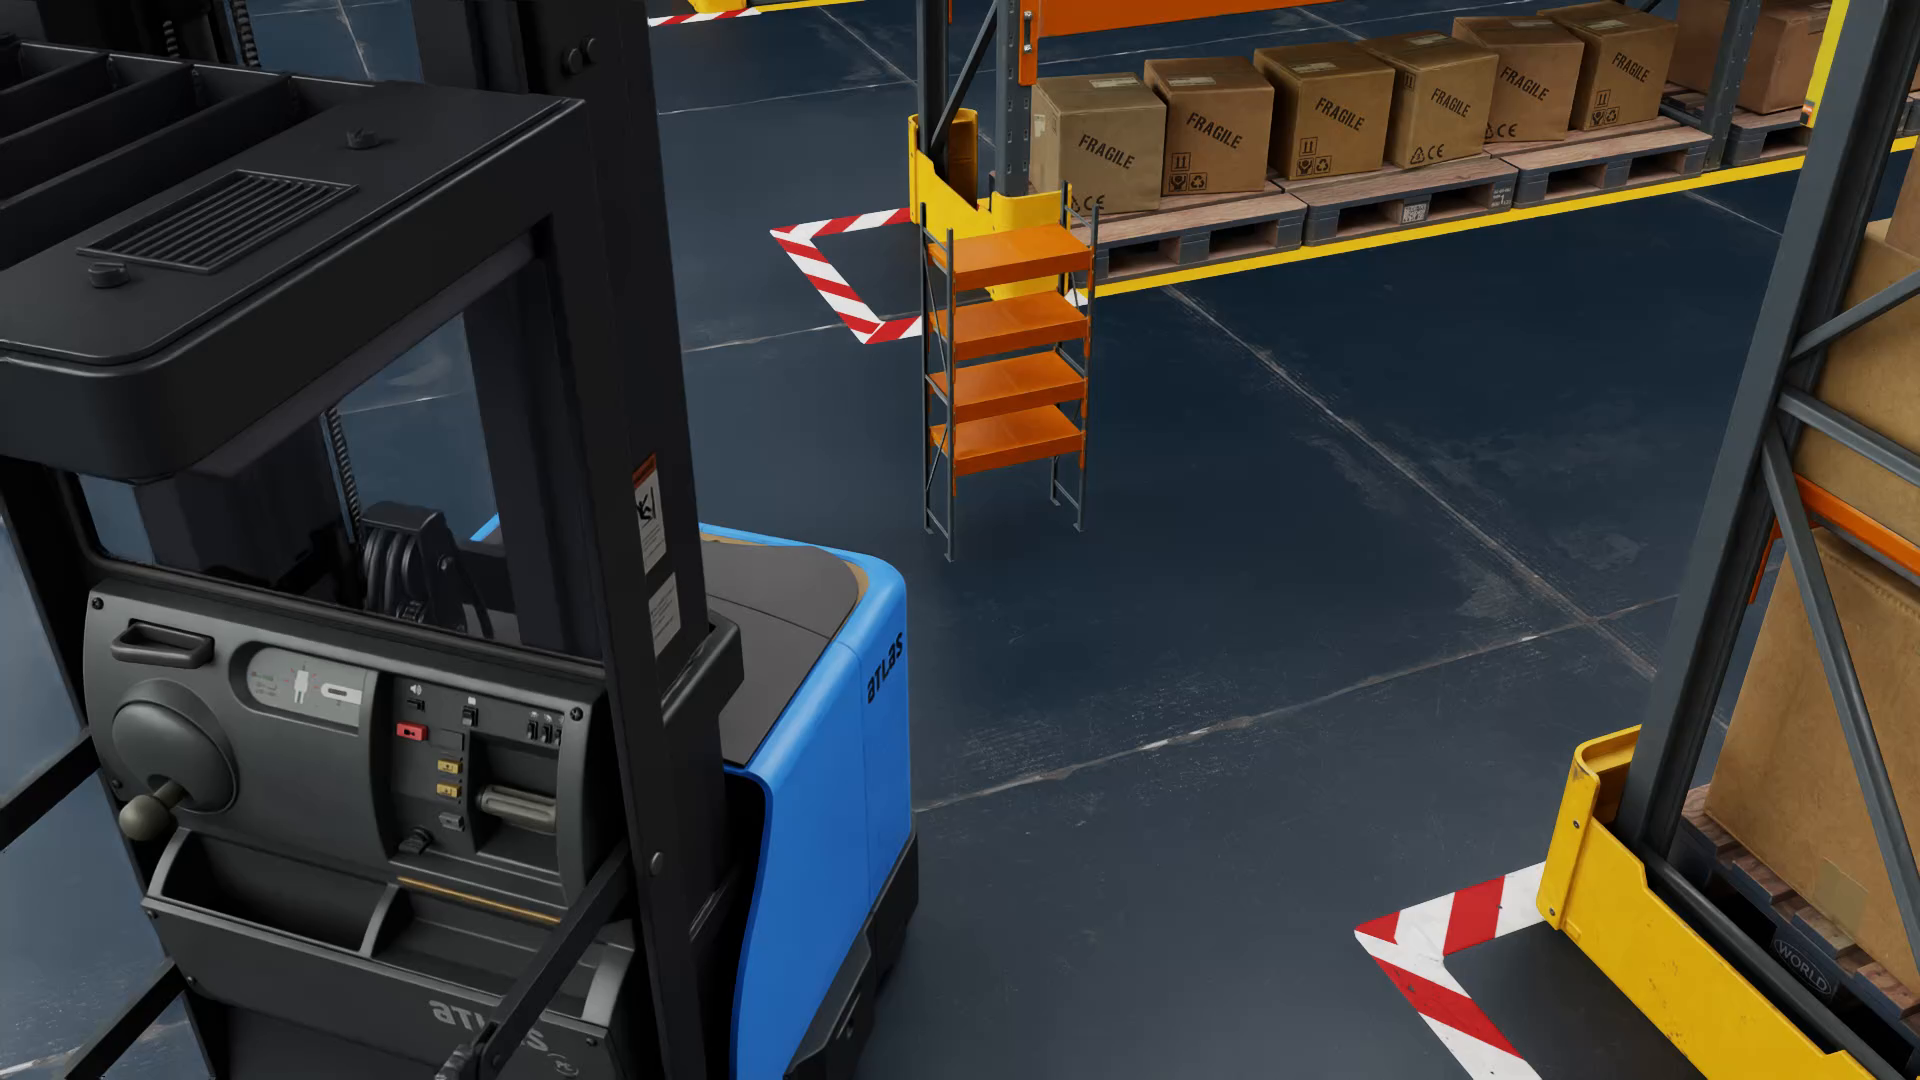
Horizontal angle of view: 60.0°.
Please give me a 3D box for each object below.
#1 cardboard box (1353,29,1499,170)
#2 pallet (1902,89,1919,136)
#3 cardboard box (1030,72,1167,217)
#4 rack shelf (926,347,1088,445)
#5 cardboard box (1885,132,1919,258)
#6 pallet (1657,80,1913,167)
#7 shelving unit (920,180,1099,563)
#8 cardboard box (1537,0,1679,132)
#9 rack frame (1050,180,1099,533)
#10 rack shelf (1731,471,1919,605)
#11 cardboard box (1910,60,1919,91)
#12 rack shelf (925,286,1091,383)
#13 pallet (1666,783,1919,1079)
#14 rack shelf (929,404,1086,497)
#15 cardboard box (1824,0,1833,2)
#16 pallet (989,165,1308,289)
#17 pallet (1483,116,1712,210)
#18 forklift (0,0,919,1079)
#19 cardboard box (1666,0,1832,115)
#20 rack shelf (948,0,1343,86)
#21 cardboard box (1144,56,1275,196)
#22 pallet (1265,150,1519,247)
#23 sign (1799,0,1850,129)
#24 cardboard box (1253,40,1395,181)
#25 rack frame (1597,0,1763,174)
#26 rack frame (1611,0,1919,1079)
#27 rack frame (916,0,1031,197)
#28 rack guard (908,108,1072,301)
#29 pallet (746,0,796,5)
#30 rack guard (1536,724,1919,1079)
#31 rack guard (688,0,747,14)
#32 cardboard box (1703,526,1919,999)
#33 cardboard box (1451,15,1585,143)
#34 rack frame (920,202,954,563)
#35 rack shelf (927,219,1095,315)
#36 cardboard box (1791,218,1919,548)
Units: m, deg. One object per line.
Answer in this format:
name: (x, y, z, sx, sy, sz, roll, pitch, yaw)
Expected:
cardboard box: (2.285, -2.204, 8.294, 0.500, 0.500, 0.500, -16, 36, -23)
pallet: (5.581, -2.691, 9.693, 1.213, 0.211, 1.003, -13, 35, -19)
cardboard box: (0.631, -1.843, 7.739, 0.500, 0.500, 0.500, -7, 34, -10)
rack shelf: (0.153, -0.481, 5.513, 0.480, 0.148, 0.258, -13, 35, -19)
cardboard box: (2.233, -0.650, 2.871, 0.550, 0.550, 0.875, -13, 35, -19)
pallet: (4.454, -2.432, 9.294, 1.213, 0.211, 1.003, -13, 35, -19)
shelving unit: (0.153, -0.538, 5.476, 0.503, 1.200, 0.258, -13, 35, -19)
cardboard box: (3.353, -2.499, 8.748, 0.500, 0.500, 0.500, -14, 36, -20)
rack frame: (0.378, -0.589, 5.556, 0.015, 1.200, 0.240, -13, 35, -19)
rack shelf: (3.720, -0.196, 3.961, 4.000, 0.370, 1.077, -13, 35, -19)
cardboard box: (5.274, -2.901, 9.346, 0.500, 0.500, 0.700, -16, 36, -23)
rack shelf: (0.153, -0.669, 5.391, 0.480, 0.148, 0.258, -13, 35, -19)
pallet: (2.583, 0.885, 4.196, 1.213, 0.211, 1.003, -13, 35, -19)
rack shelf: (0.153, -0.315, 5.621, 0.480, 0.148, 0.258, -13, 35, -19)
cardboard box: (4.758, -2.782, 9.164, 0.500, 0.500, 0.700, -13, 35, -19)
pallet: (0.882, -1.592, 8.003, 1.213, 0.211, 1.003, -13, 35, -19)
pallet: (3.131, -2.107, 8.795, 1.213, 0.211, 1.003, -13, 35, -19)
forklift: (-1.061, 0.392, 2.460, 1.130, 2.935, 3.031, 11, 34, 16)
cardboard box: (4.311, -2.691, 9.024, 0.500, 0.500, 0.700, -16, 36, -23)
rack shelf: (1.893, -2.712, 7.827, 4.000, 0.370, 1.077, -13, 35, -19)
cardboard box: (1.169, -1.986, 7.959, 0.500, 0.500, 0.500, -4, 33, -6)
pallet: (2.005, -1.847, 8.396, 1.213, 0.211, 1.003, -13, 35, -19)
sign: (1.678, -0.936, 3.159, 0.005, 0.325, 0.100, -13, 35, -19)
cardboard box: (1.753, -2.109, 8.148, 0.500, 0.500, 0.500, -10, 34, -14)
rack frame: (3.737, -3.435, 8.280, 0.127, 3.000, 1.000, -13, 35, -19)
rack frame: (1.876, -0.075, 3.116, 0.127, 3.000, 1.000, -13, 35, -19)
rack frame: (0.049, -2.591, 6.982, 0.127, 3.000, 1.000, -13, 35, -19)
rack guard: (0.119, -1.559, 7.688, 0.348, 0.500, 1.175, -13, 35, -19)
pallet: (-1.066, -4.121, 11.890, 1.213, 0.211, 1.003, -13, 35, -19)
rack guard: (1.854, 0.977, 3.790, 0.348, 0.500, 1.175, -13, 35, -19)
rack guard: (-1.817, -4.074, 11.552, 0.348, 0.500, 1.175, -13, 35, -19)
cardboard box: (2.475, 0.463, 3.852, 0.875, 0.875, 0.875, -13, 35, -19)
cardboard box: (2.827, -2.375, 8.556, 0.500, 0.500, 0.500, -2, 33, -4)
rack frame: (-0.072, -0.486, 5.397, 0.015, 1.200, 0.240, -13, 35, -19)
rack shelf: (0.153, -0.867, 5.262, 0.480, 0.148, 0.258, -13, 35, -19)
cardboard box: (2.200, -0.239, 3.230, 0.550, 0.550, 0.875, -13, 35, -19)
